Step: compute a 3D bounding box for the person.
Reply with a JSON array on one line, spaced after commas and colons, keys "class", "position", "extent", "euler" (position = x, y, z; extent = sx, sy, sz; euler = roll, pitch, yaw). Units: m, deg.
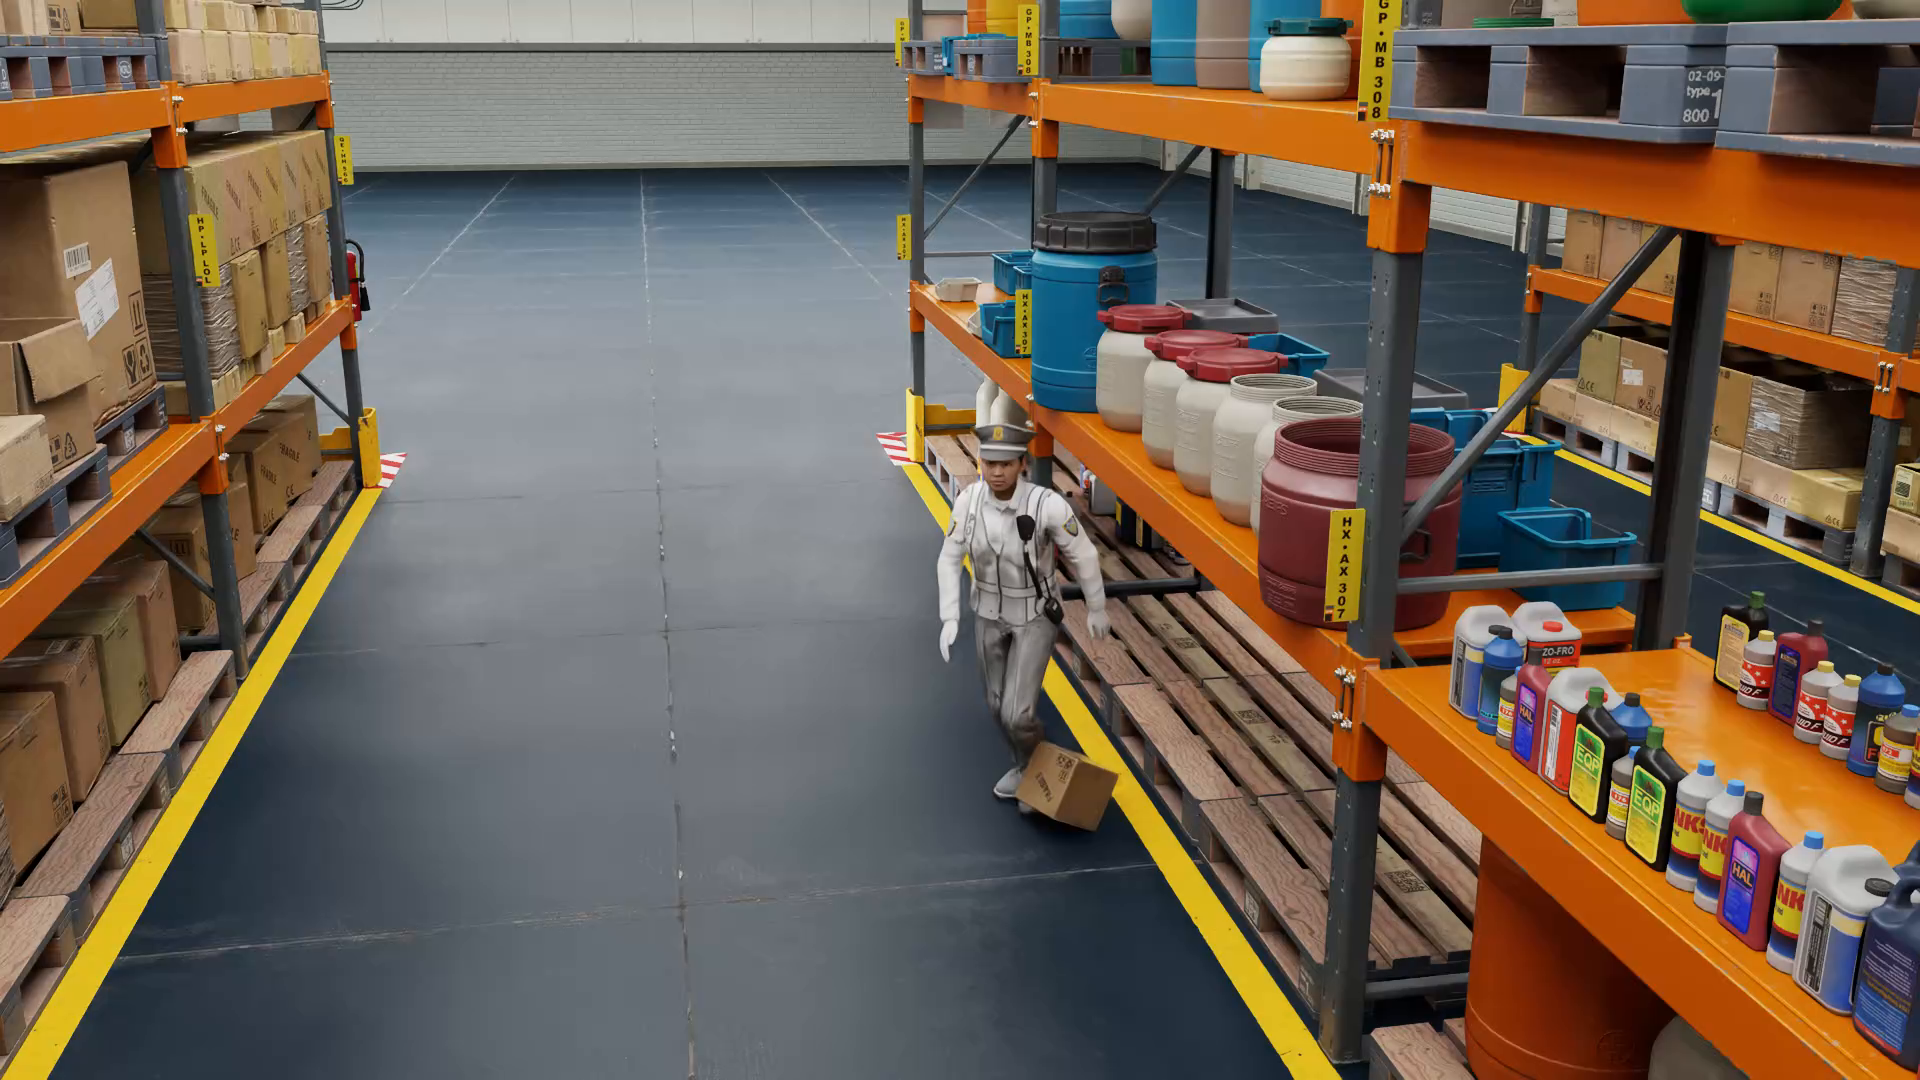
[{"class": "person", "position": [0.234, 0.316, 6.548], "extent": [0.608, 1.651, 0.614], "euler": [9, 19, 28]}]
